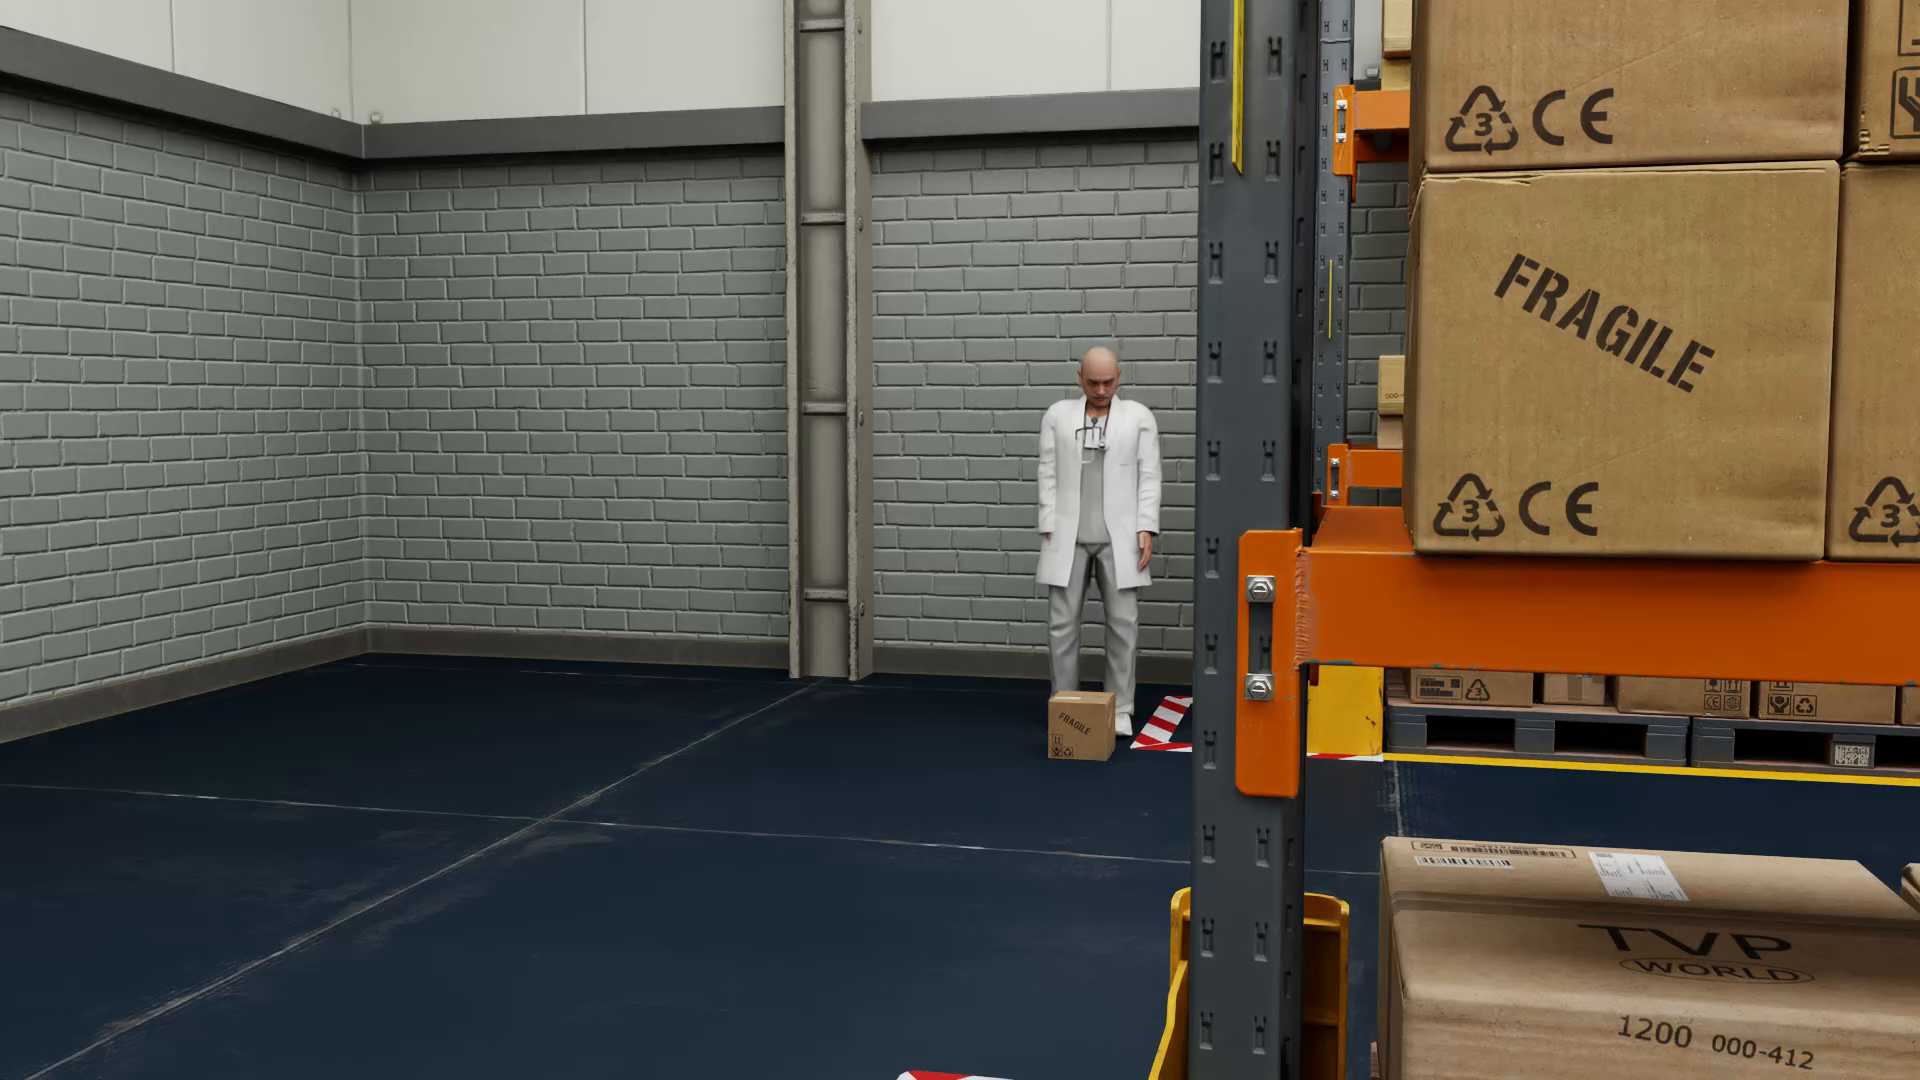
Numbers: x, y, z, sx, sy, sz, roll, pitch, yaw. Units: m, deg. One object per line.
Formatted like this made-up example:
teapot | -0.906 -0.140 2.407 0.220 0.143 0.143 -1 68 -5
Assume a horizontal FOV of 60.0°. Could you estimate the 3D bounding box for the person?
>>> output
person | 0.628 0.006 7.556 0.572 1.763 0.383 1 5 9
